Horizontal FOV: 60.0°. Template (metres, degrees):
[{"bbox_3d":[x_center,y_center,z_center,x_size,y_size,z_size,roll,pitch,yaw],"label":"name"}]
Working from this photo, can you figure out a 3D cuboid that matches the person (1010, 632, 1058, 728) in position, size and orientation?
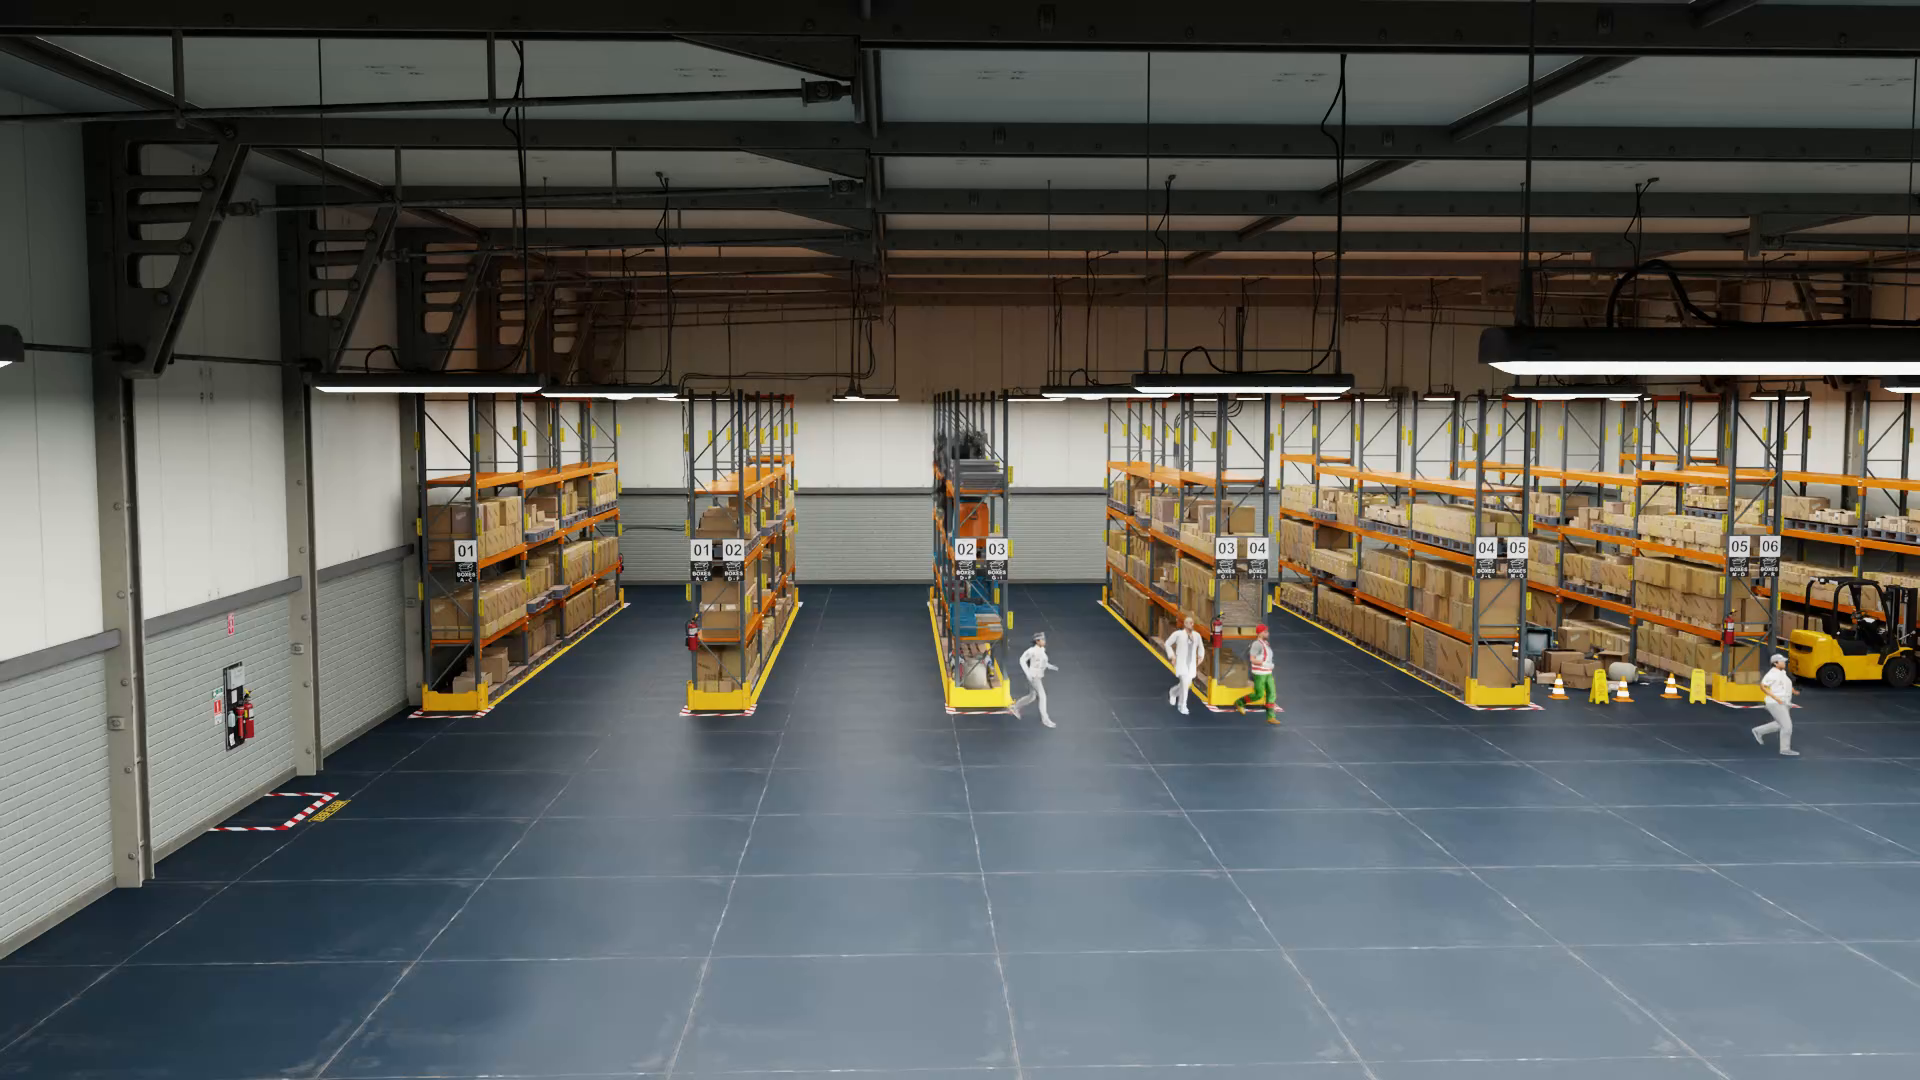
[{"bbox_3d":[1.301,2.468,29.693,0.941,1.683,0.581,2,5,26],"label":"person"}]

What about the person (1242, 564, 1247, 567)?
[{"bbox_3d":[8.146,0.905,48.341,0.919,1.738,0.718,-2,5,-28],"label":"person"}]

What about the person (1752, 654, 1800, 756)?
[{"bbox_3d":[13.392,2.683,27.283,0.780,1.632,0.619,5,7,44],"label":"person"}]

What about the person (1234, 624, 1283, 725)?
[{"bbox_3d":[5.395,2.407,29.894,0.928,1.792,0.660,3,6,36],"label":"person"}]

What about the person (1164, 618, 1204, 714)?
[{"bbox_3d":[4.213,2.329,31.142,0.752,1.756,0.800,-2,5,-21],"label":"person"}]
